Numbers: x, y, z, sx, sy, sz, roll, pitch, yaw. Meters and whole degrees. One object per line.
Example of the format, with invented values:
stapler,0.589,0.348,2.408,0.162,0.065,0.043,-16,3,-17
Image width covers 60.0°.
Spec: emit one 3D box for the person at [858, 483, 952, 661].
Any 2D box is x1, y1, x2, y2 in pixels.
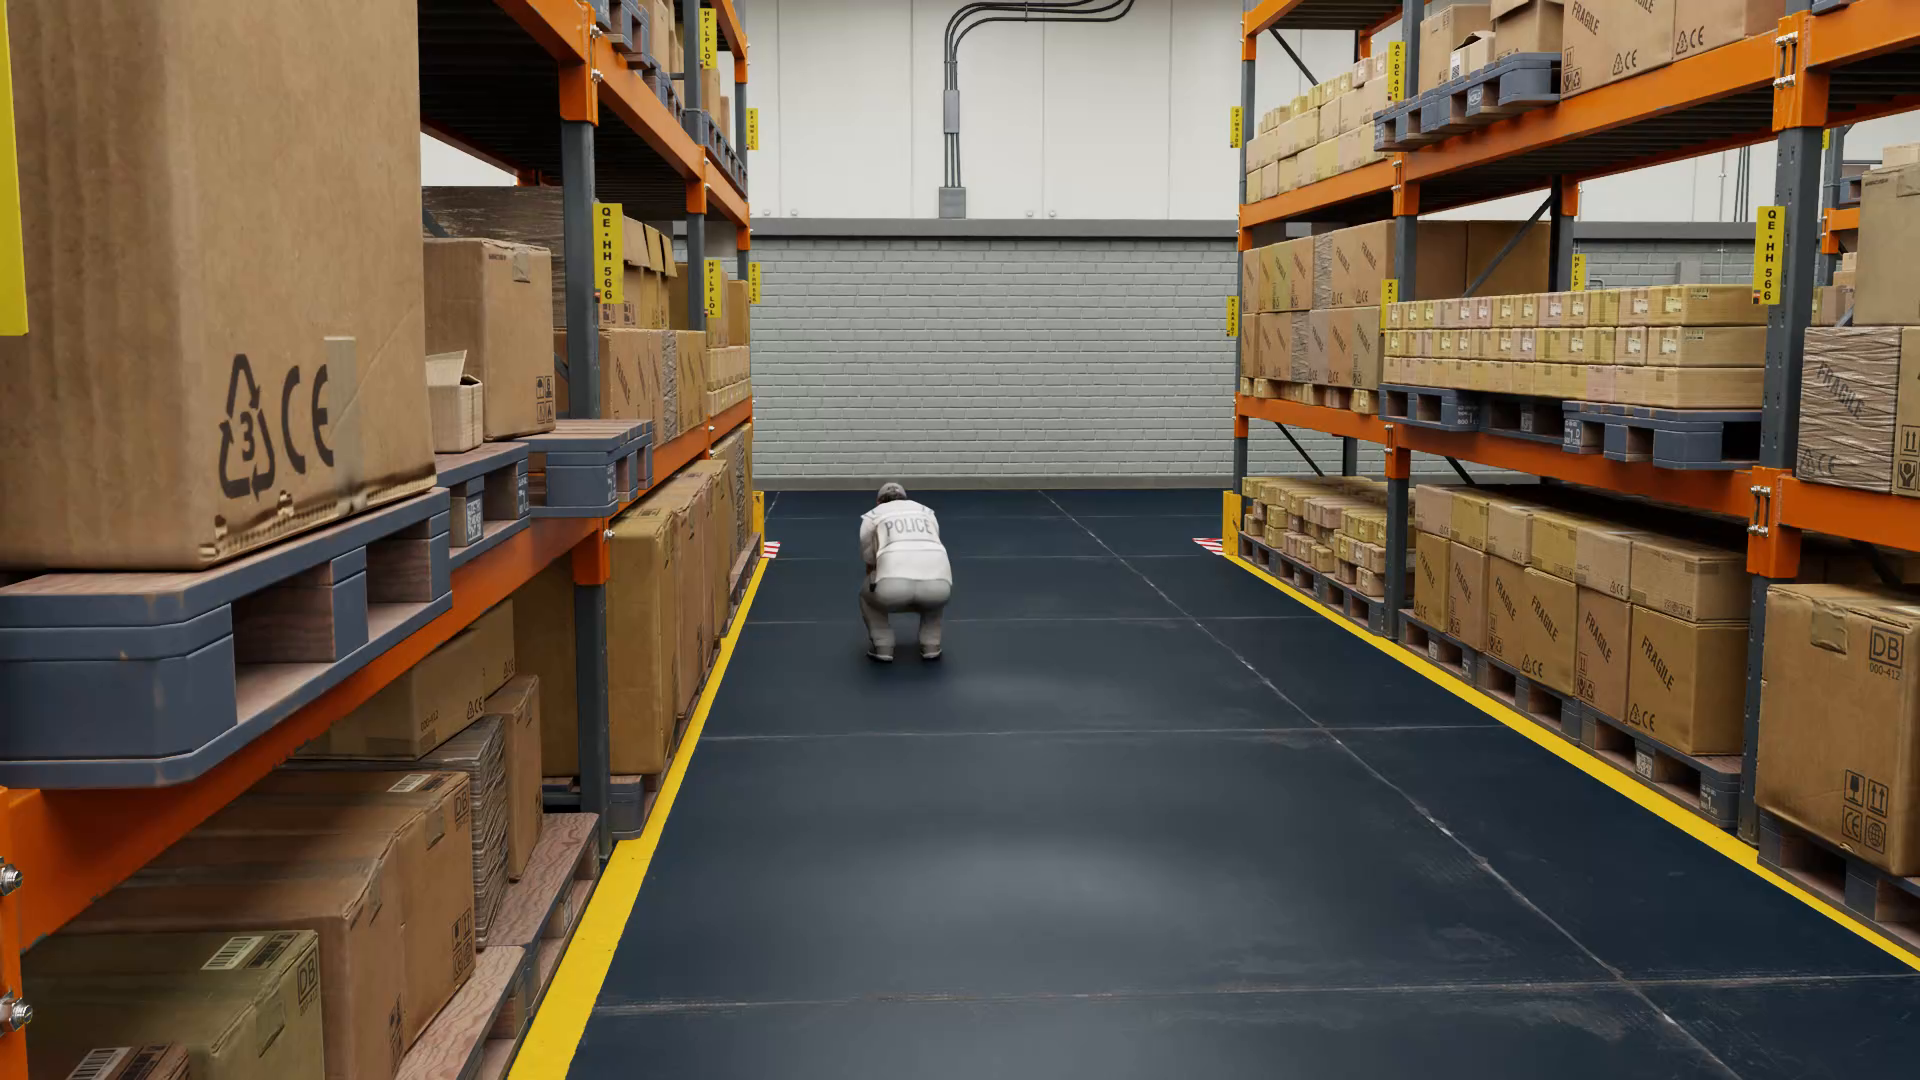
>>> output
person,-0.313,0.178,9.300,0.505,0.950,0.875,-1,7,-7
